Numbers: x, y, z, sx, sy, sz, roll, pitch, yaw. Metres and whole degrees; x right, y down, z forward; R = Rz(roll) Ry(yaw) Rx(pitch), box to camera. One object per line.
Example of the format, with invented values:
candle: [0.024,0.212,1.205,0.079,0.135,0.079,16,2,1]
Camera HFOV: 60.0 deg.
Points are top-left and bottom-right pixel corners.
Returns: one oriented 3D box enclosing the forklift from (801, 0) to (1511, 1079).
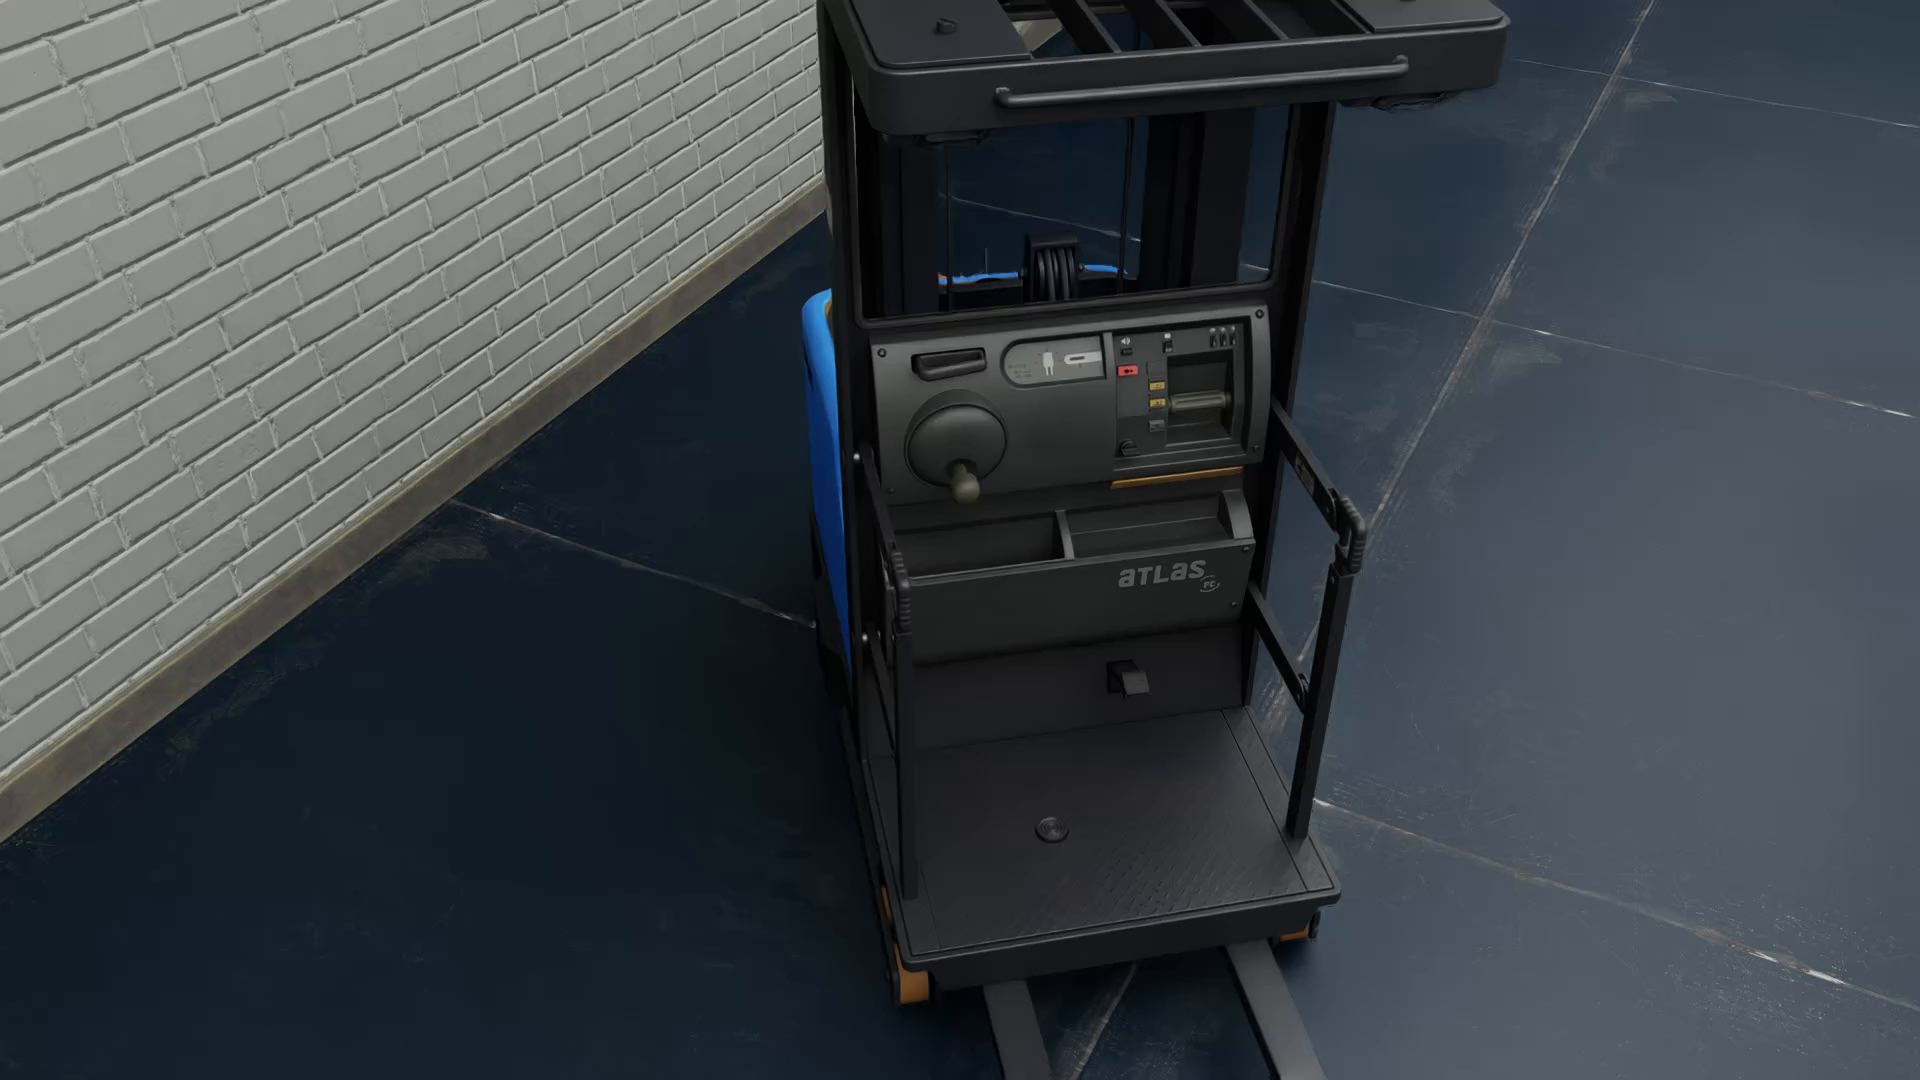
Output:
forklift: [0.308,-0.245,3.648,1.130,2.935,3.031,-7,38,-9]

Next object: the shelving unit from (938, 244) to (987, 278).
shelving unit: [-0.071,-0.491,5.528,0.252,1.050,0.215,16,40,20]

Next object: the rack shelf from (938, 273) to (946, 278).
rack shelf: [-0.071,-0.708,5.363,0.240,0.259,0.215,16,40,20]

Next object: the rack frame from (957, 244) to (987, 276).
rack frame: [0.039,-0.458,5.486,0.008,1.050,0.200,16,40,20]
